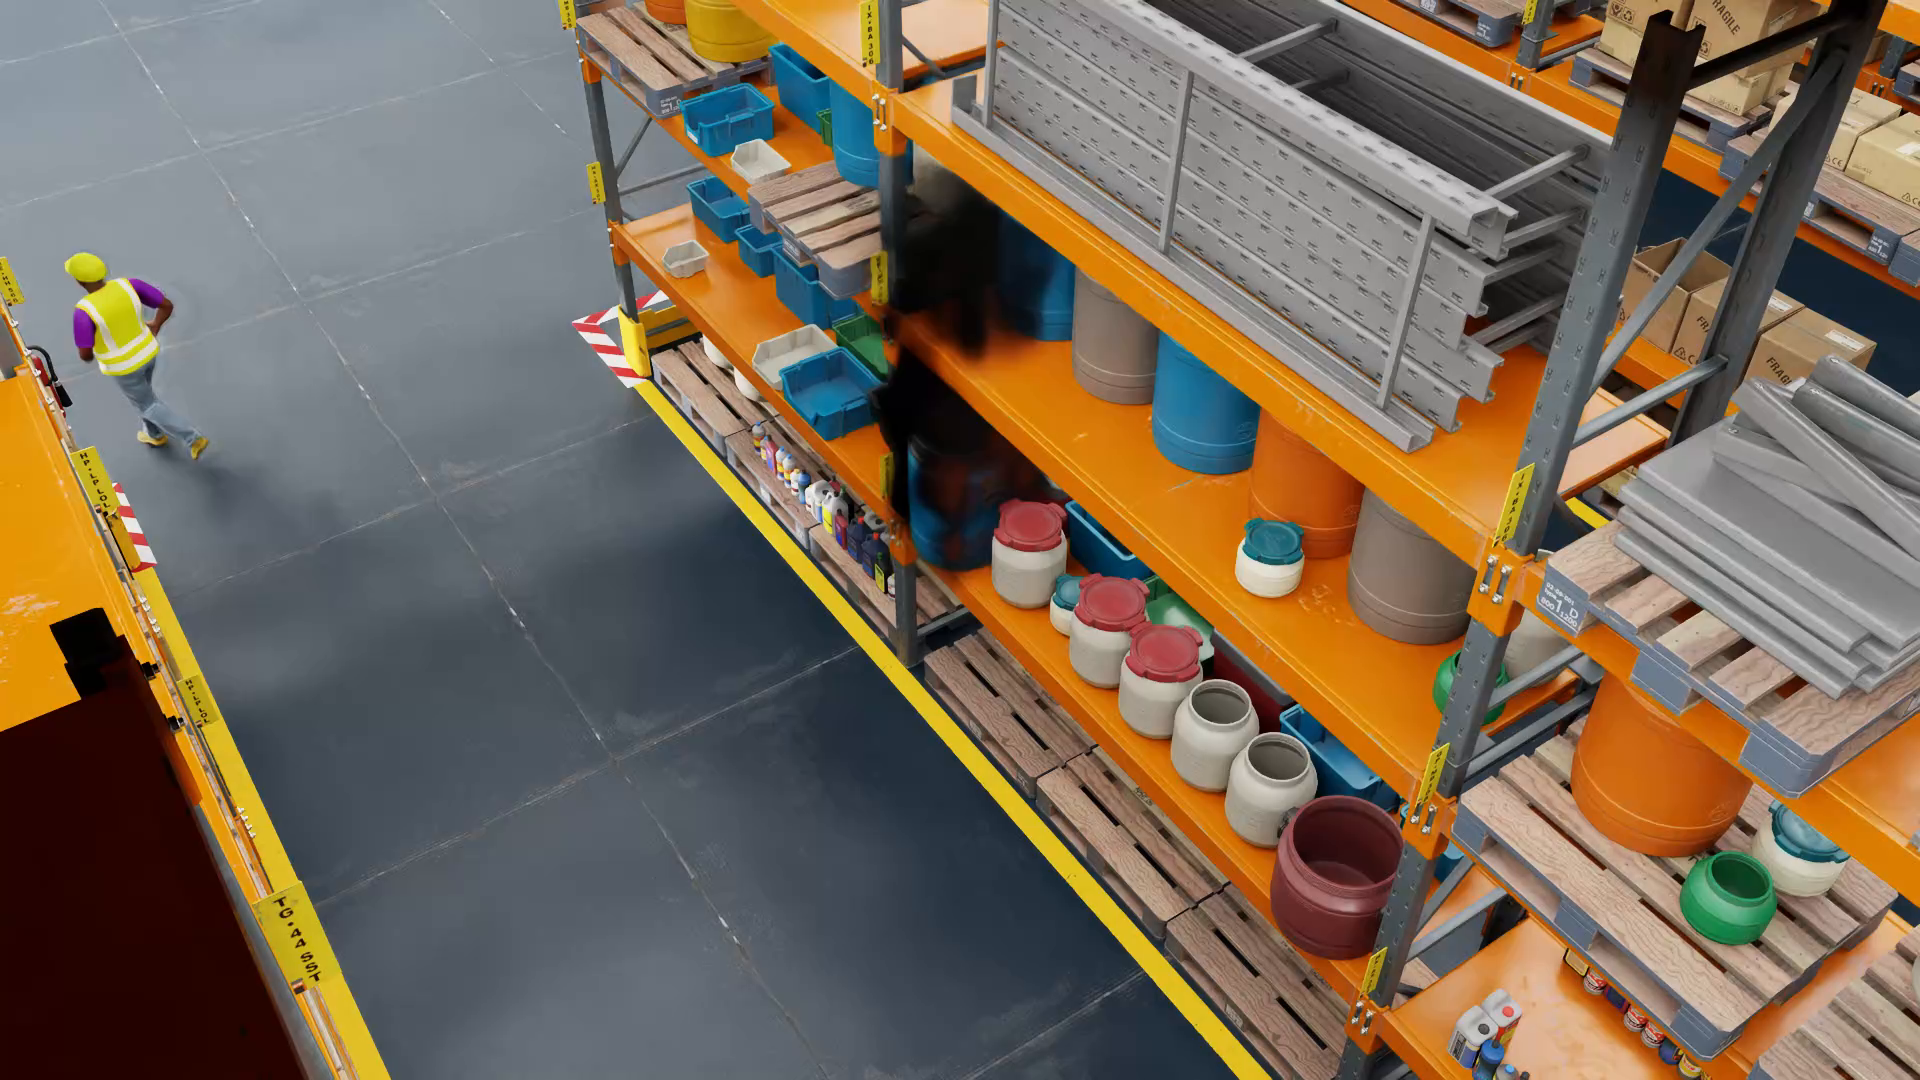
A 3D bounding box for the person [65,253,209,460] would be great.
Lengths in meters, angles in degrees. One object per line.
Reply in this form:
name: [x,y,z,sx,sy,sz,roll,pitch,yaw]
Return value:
person: [-5.883,-1.265,11.855,0.895,1.773,0.715,18,45,18]
